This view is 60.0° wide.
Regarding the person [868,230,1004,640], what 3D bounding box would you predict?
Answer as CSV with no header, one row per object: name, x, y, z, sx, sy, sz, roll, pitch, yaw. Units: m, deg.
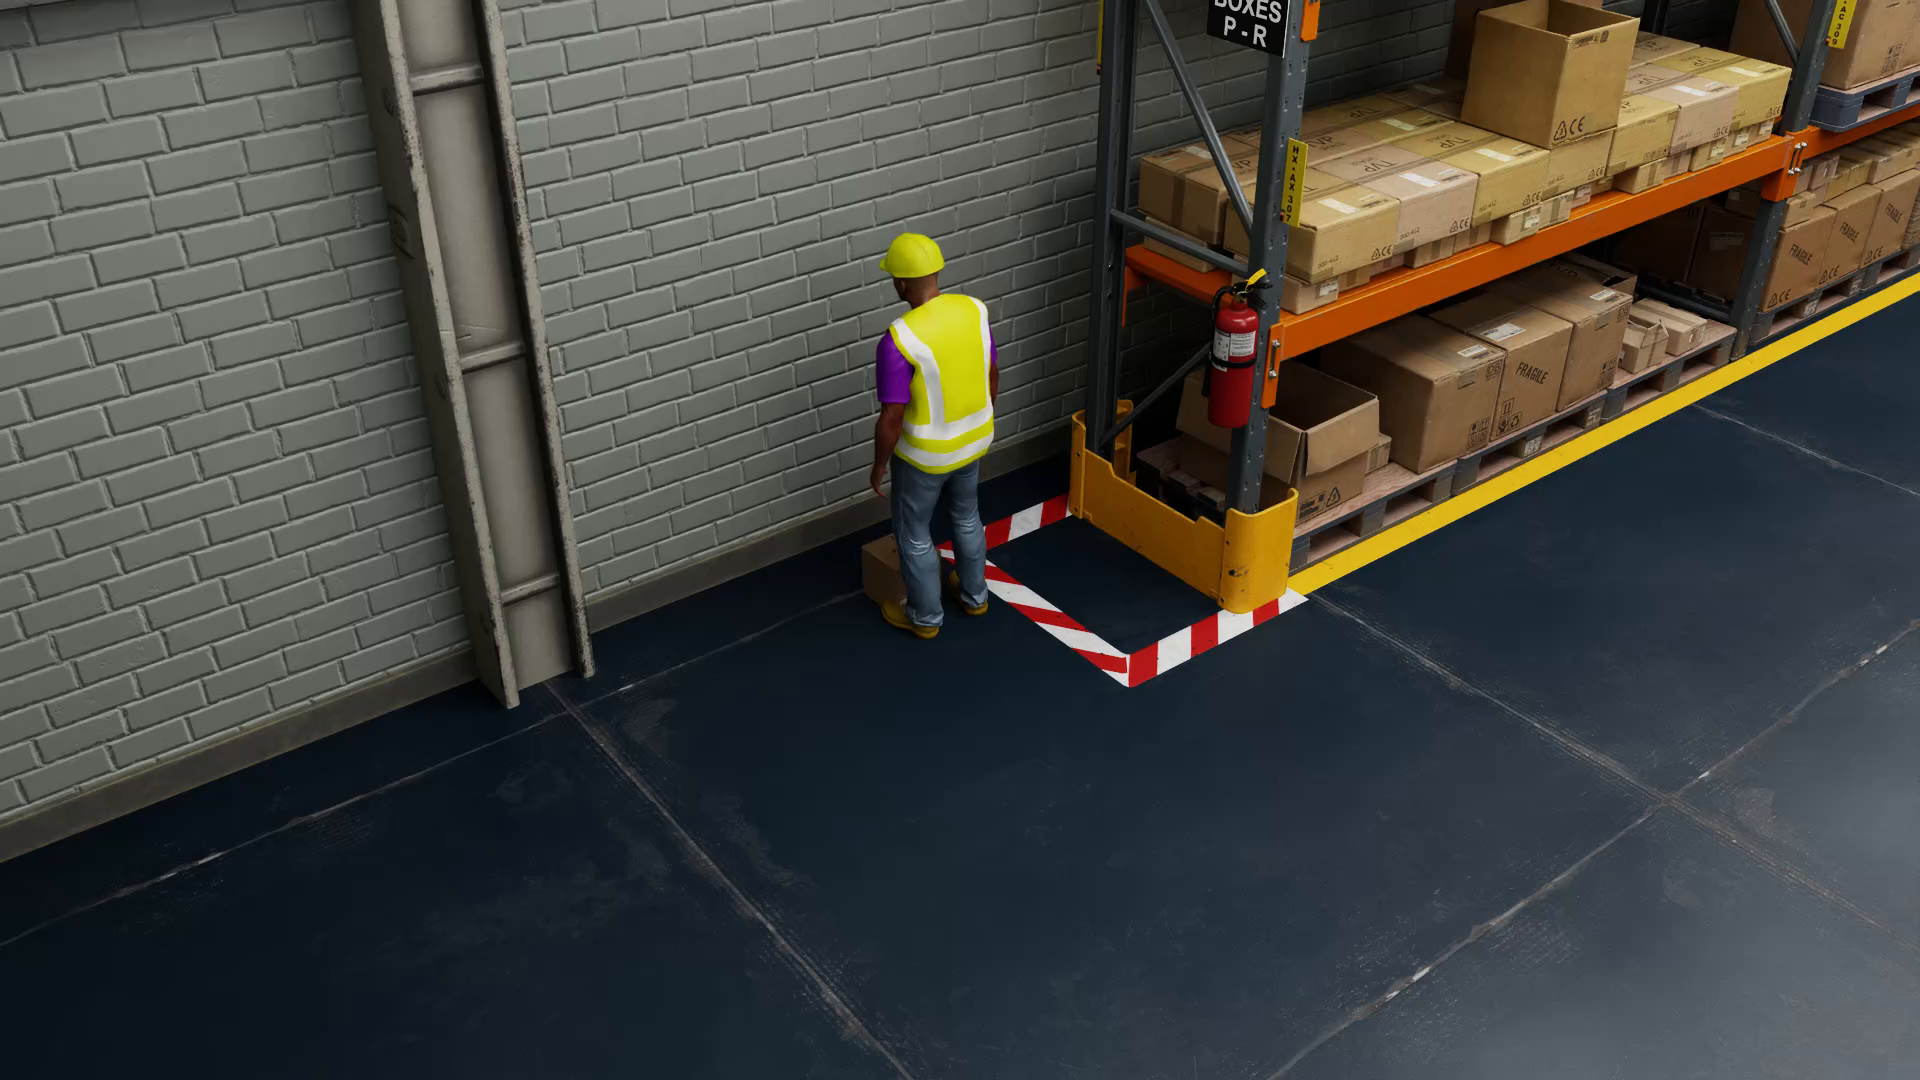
person,-0.101,-0.411,6.780,0.628,1.758,0.457,-22,38,-31
